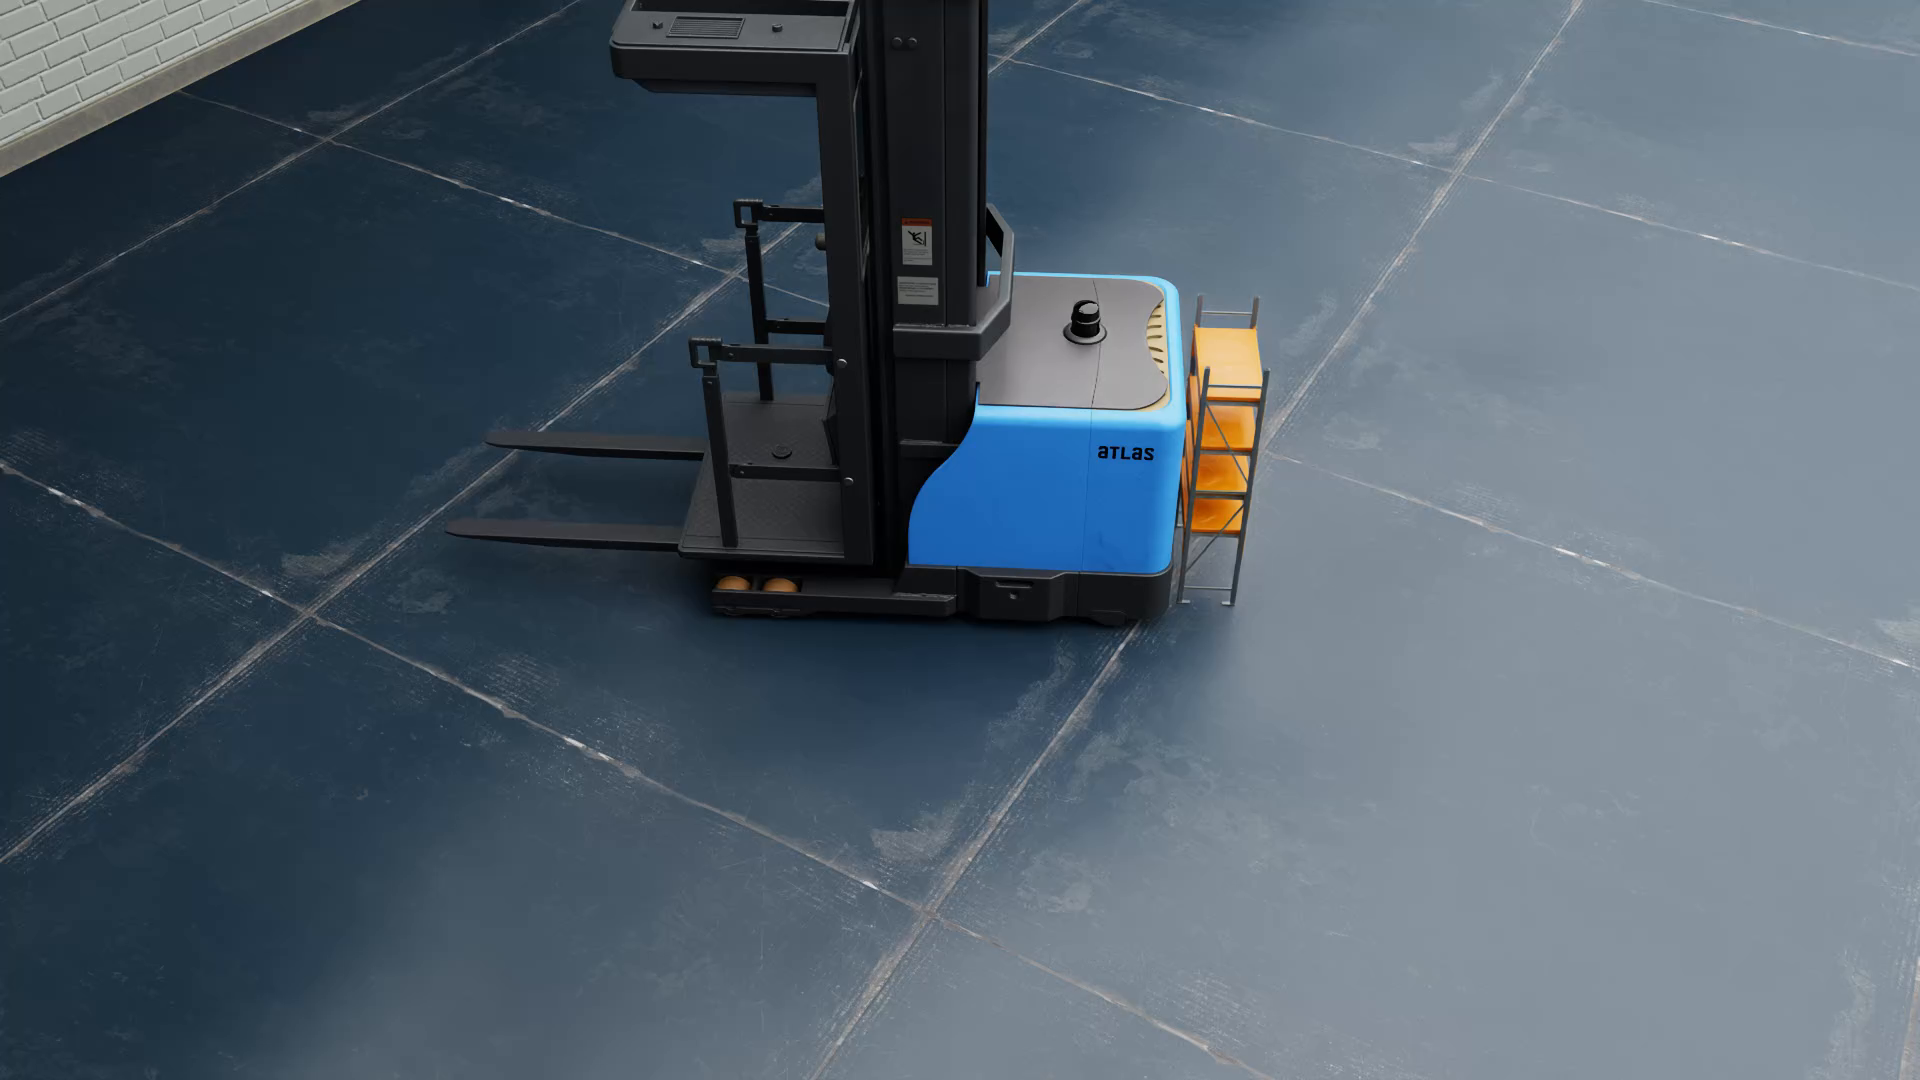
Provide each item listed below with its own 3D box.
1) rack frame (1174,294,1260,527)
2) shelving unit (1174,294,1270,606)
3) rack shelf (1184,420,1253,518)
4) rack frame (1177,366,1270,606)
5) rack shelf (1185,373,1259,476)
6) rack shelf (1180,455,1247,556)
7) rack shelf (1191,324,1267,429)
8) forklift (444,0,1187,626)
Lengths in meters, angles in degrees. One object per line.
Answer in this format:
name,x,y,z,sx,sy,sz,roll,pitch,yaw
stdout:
rack frame,1.055,-0.507,6.918,0.240,1.200,0.015,2,41,2
shelving unit,1.041,-0.346,6.736,0.258,1.200,0.503,2,41,2
rack shelf,1.041,-0.296,6.780,0.258,0.148,0.480,2,41,2
rack frame,1.027,-0.185,6.553,0.240,1.200,0.015,2,41,2
rack shelf,1.041,-0.464,6.632,0.258,0.148,0.480,2,41,2
rack shelf,1.041,-0.147,6.911,0.258,0.148,0.480,2,41,2
rack shelf,1.041,-0.641,6.476,0.258,0.148,0.480,2,41,2
forklift,-0.626,-1.126,6.311,3.031,2.935,1.130,2,41,3
